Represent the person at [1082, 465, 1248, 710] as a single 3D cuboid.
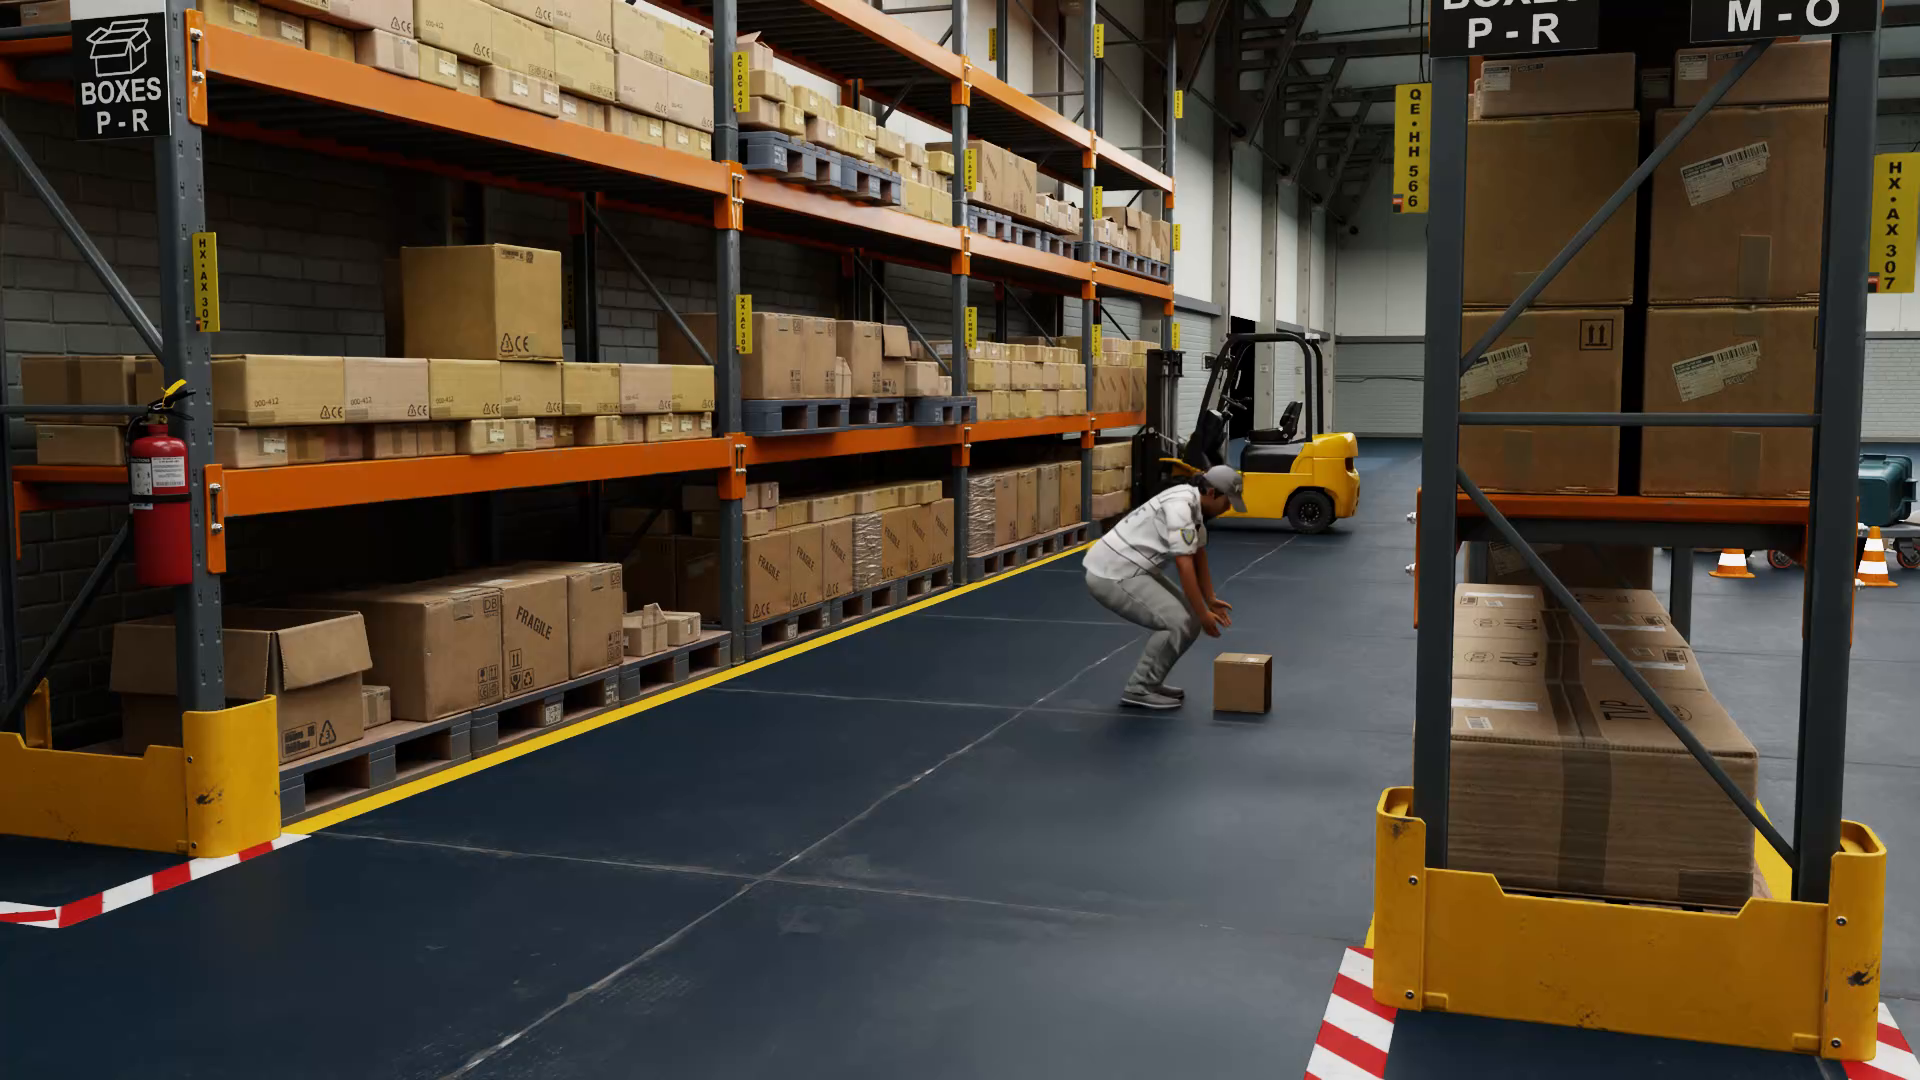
[{"bbox_3d":[1.033,0.222,8.366,0.806,1.207,0.536,2,6,19],"label":"person"}]
